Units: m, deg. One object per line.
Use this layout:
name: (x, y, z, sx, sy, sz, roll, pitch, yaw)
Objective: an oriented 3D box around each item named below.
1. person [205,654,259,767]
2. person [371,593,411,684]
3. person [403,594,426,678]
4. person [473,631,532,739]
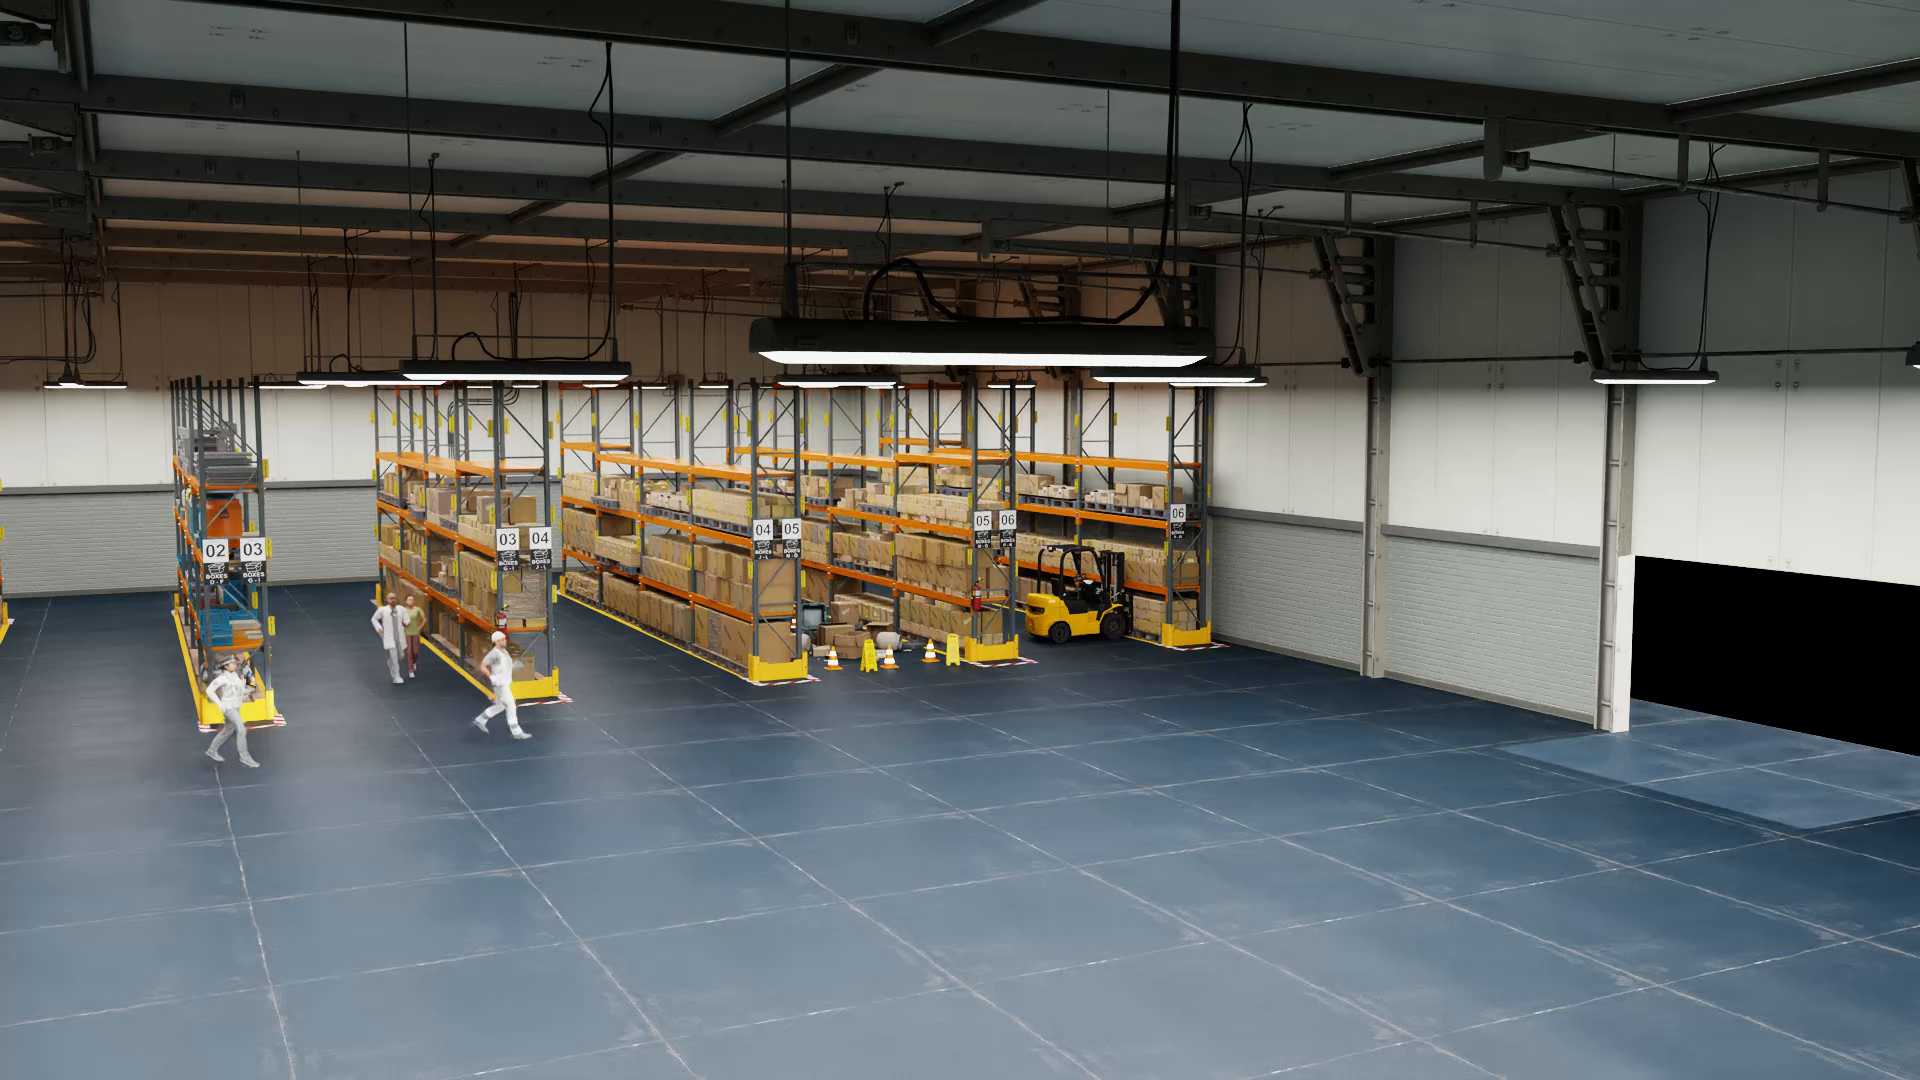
person: (-11.144, 2.607, 25.420, 0.837, 1.722, 0.593, 0, 5, -2)
person: (-11.197, 1.923, 32.831, 0.719, 1.752, 0.979, -4, 6, -38)
person: (-11.105, 1.933, 33.666, 0.596, 1.650, 0.702, -2, 6, -23)
person: (-7.530, 2.380, 27.351, 0.960, 1.766, 0.662, 0, 5, 1)
